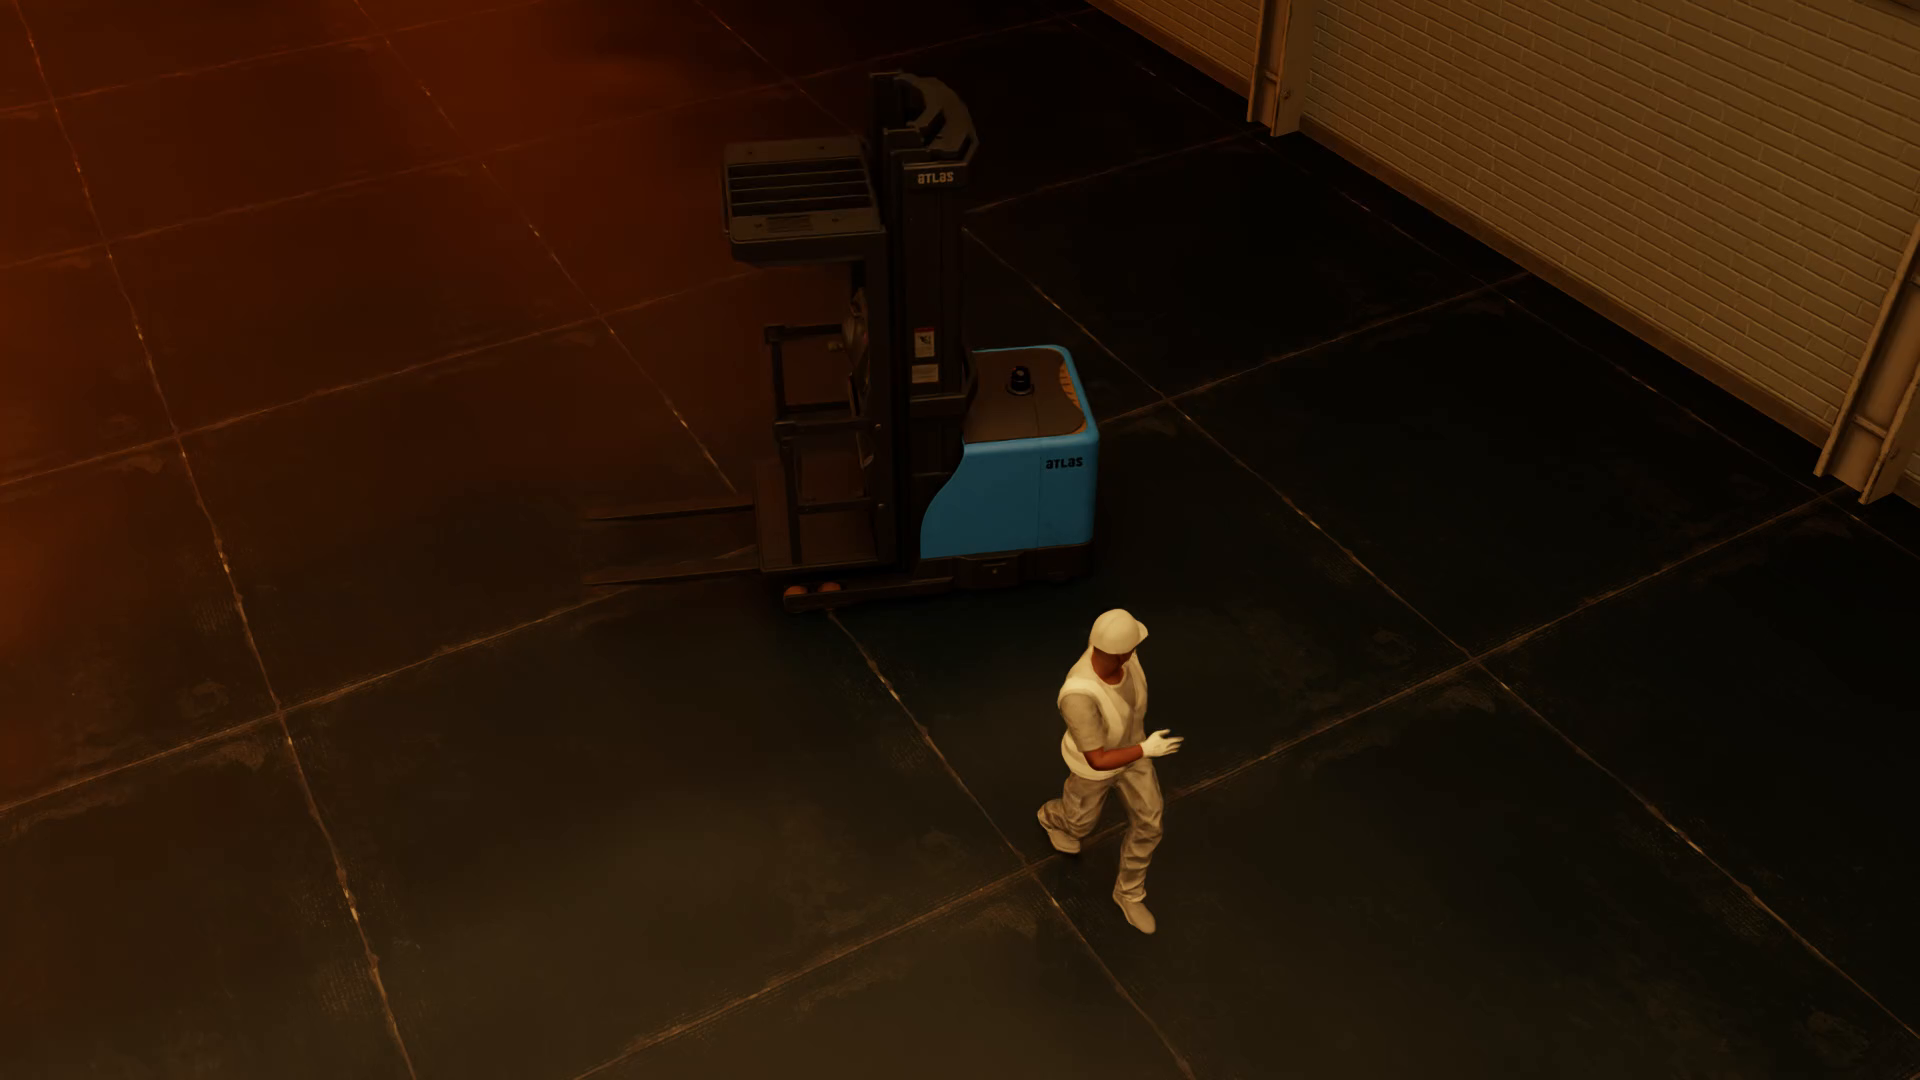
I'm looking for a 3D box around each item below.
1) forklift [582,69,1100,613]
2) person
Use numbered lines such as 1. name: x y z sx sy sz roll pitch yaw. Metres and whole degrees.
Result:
1. forklift: -0.752 -1.057 9.311 3.031 2.935 1.130 -5 40 -7
2. person: 0.682 0.999 7.826 0.572 1.706 0.975 -26 46 -28
